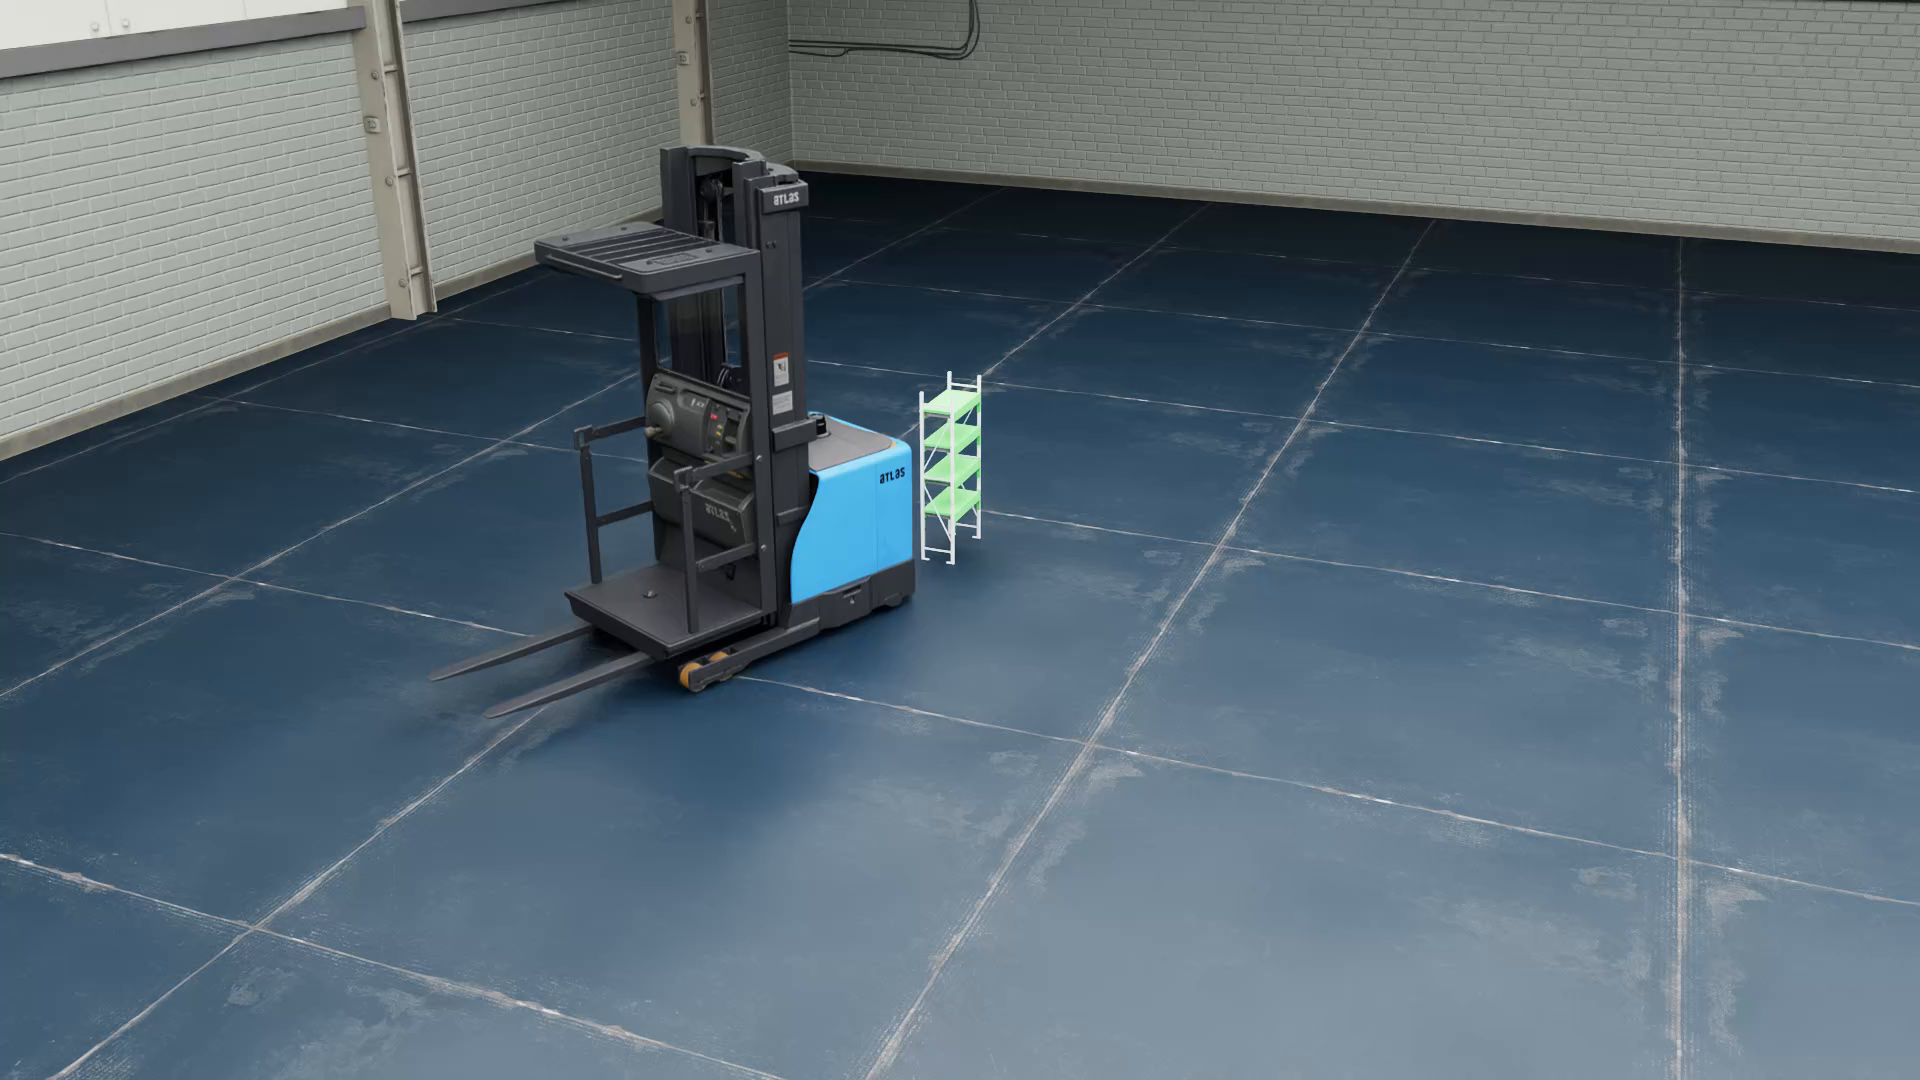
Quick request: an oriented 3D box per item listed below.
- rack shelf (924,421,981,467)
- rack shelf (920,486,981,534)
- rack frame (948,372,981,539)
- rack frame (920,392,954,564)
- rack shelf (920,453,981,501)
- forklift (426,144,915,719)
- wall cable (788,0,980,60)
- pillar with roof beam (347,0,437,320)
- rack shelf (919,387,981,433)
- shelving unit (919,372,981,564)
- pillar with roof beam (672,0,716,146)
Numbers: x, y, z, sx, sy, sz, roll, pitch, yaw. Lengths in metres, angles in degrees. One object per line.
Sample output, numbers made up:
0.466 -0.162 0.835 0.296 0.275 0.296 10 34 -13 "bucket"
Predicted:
-0.061 -0.657 11.309 0.258 0.148 0.480 9 24 20 "rack shelf"
-0.061 -0.214 11.494 0.258 0.148 0.480 9 24 20 "rack shelf"
0.029 -0.582 11.586 0.240 1.200 0.015 9 24 20 "rack frame"
-0.152 -0.407 11.168 0.240 1.200 0.015 9 24 20 "rack frame"
-0.061 -0.435 11.402 0.258 0.148 0.480 9 24 20 "rack shelf"
-1.689 -0.697 9.615 3.031 2.935 1.130 -21 31 -41 "forklift"
-1.171 -8.097 23.489 3.097 2.526 0.112 9 24 20 "wall cable"
-1.724 -5.902 14.204 9.100 9.000 0.400 9 24 20 "pillar with roof beam"
-0.061 -0.878 11.217 0.258 0.148 0.480 9 24 20 "rack shelf"
-0.061 -0.494 11.377 0.258 1.200 0.503 9 24 20 "shelving unit"
0.504 -8.049 19.344 9.100 9.000 0.400 9 24 20 "pillar with roof beam"
